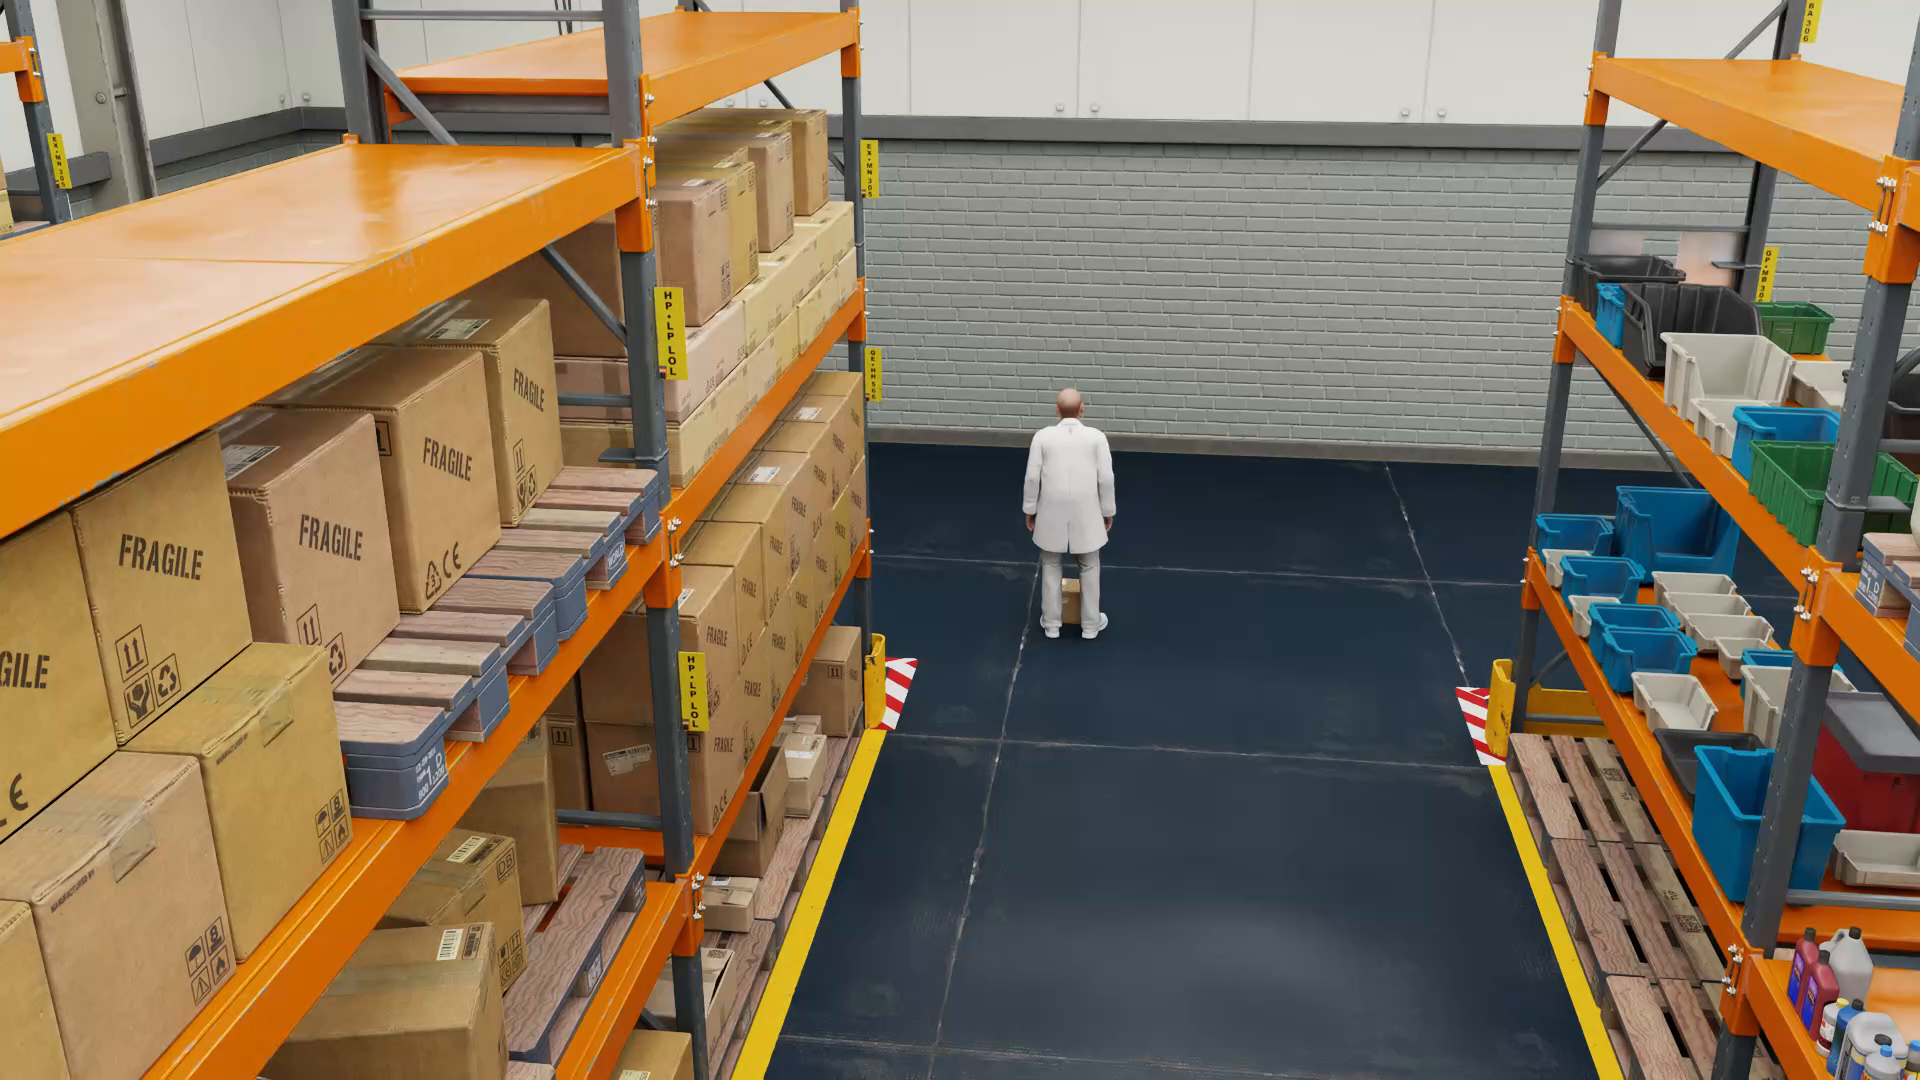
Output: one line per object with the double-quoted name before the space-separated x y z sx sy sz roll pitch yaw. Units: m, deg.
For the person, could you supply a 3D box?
"person" 0.761 -0.181 11.579 0.650 1.774 0.417 2 21 6
